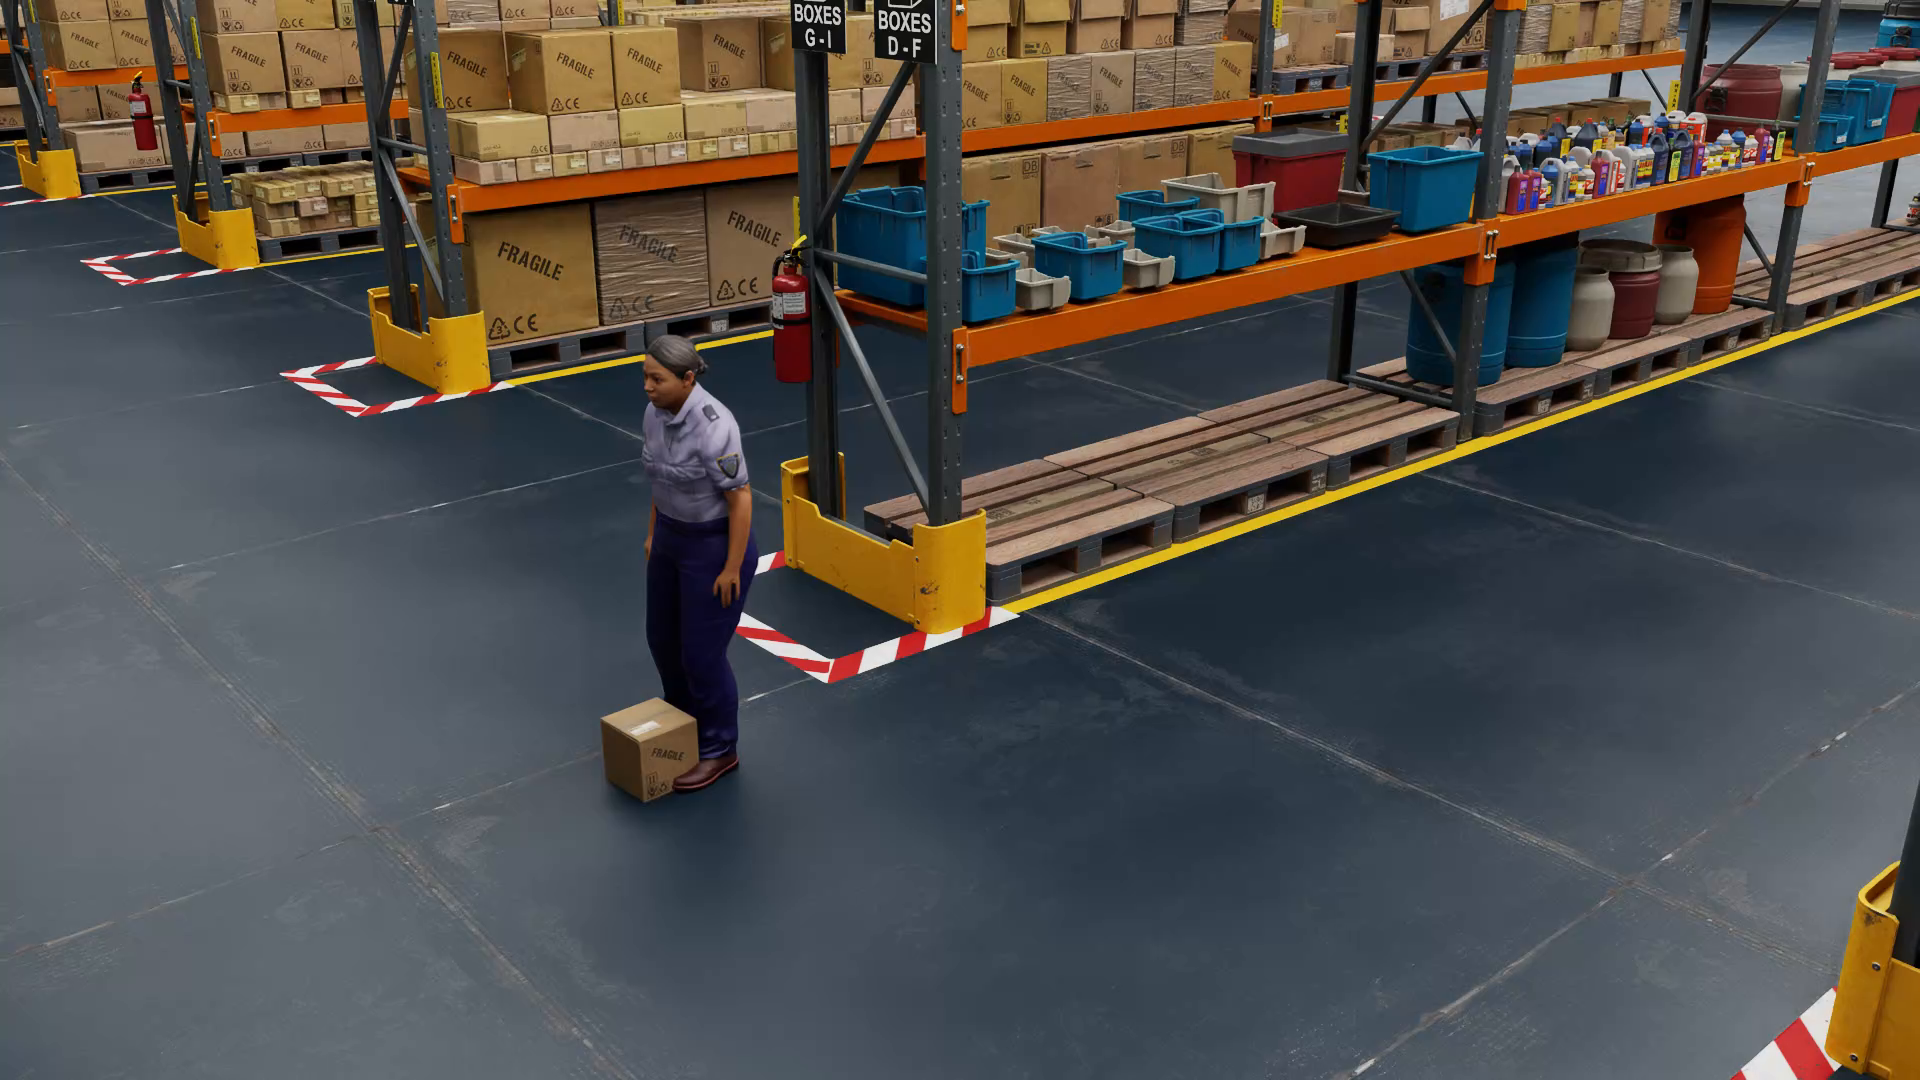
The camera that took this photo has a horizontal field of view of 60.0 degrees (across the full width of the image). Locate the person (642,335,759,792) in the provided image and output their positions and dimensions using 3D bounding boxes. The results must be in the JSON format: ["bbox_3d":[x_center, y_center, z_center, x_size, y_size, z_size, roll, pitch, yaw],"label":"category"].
[{"bbox_3d":[-0.972,0.059,5.943,0.425,1.650,0.549,-19,28,-40],"label":"person"}]
